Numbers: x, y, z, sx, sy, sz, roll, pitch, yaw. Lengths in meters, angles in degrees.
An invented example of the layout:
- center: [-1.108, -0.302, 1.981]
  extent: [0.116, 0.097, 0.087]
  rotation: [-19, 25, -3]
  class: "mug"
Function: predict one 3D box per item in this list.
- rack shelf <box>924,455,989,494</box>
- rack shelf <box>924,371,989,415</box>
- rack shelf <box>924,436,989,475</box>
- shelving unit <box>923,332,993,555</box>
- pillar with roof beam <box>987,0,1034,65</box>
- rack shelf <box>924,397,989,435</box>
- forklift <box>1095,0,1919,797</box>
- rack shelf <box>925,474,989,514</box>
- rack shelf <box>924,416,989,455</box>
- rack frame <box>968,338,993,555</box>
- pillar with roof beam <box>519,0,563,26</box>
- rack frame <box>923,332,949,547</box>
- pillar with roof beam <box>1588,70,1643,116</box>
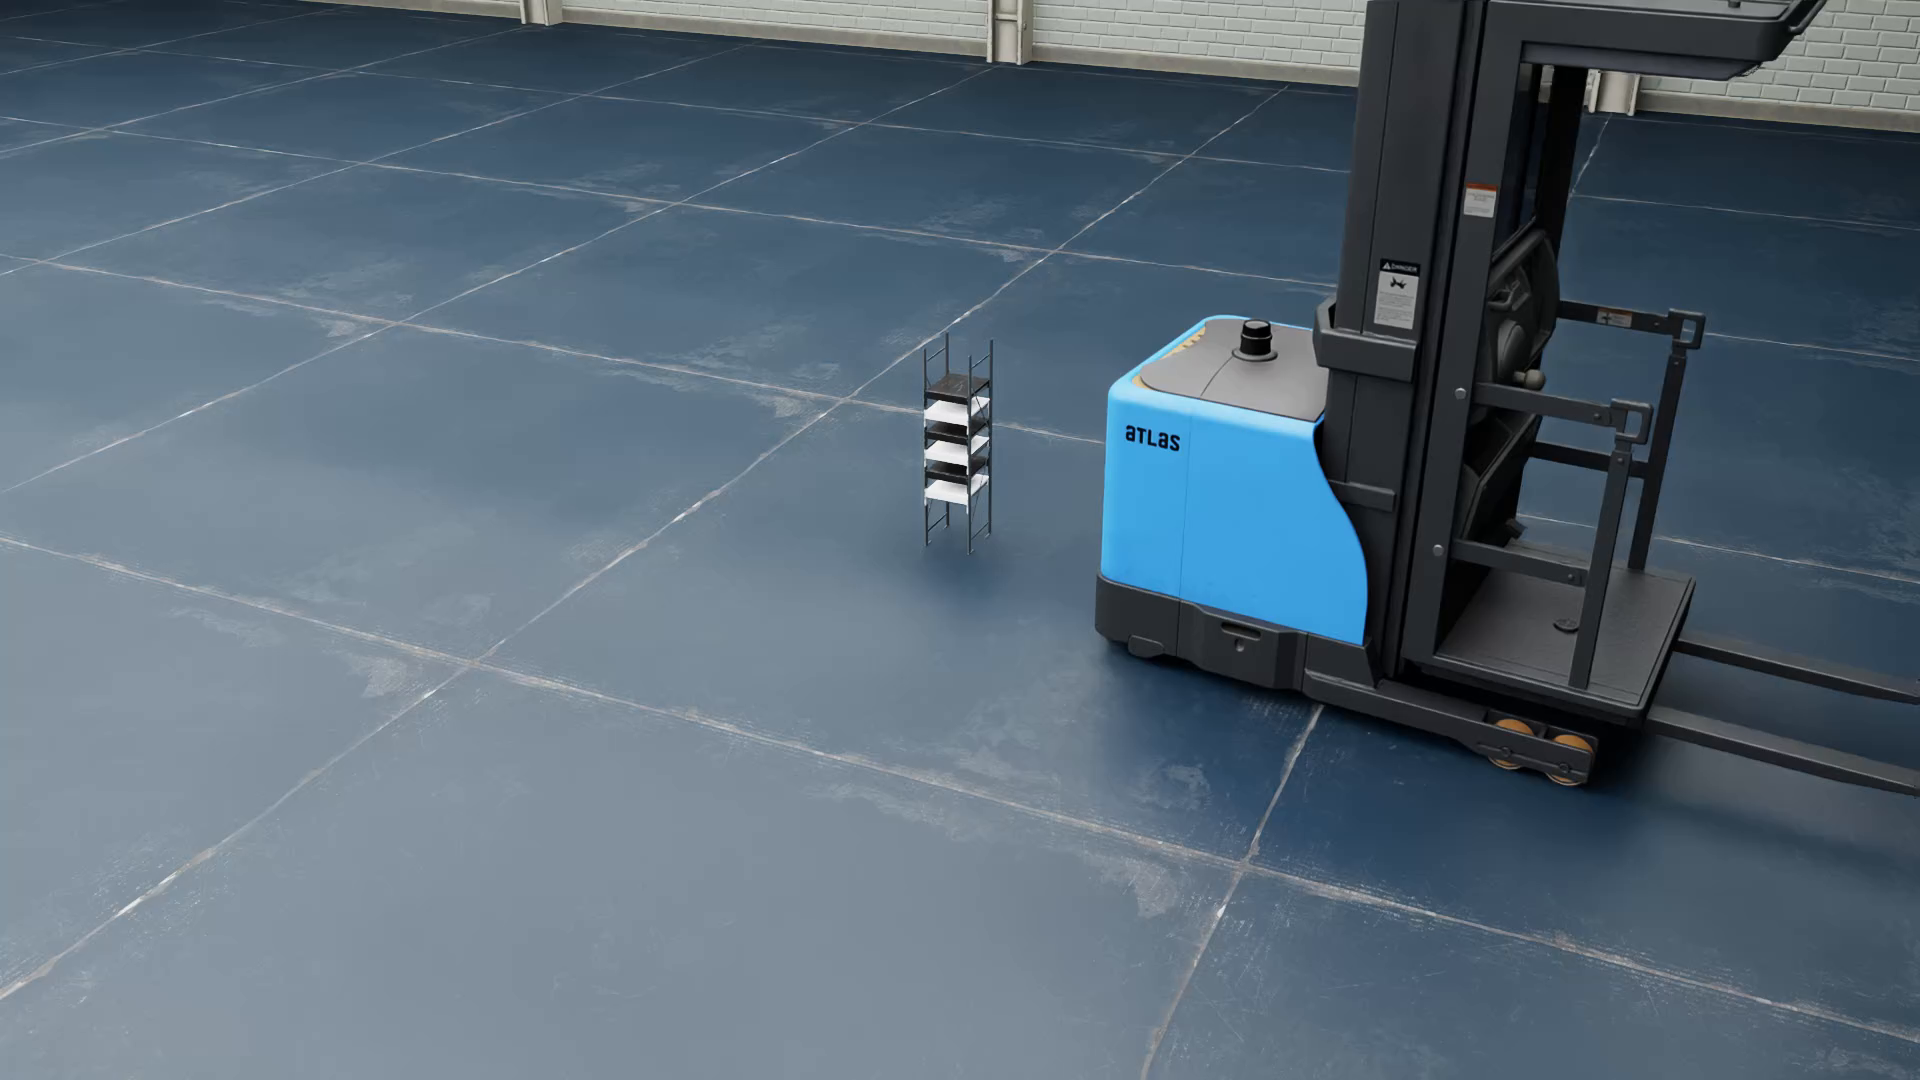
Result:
- center: [-0.007, -0.295, 7.109]
  extent: [0.200, 0.077, 0.258]
  rotation: [11, 28, 22]
  class: "rack shelf"
- center: [-0.007, -0.618, 6.950]
  extent: [0.200, 0.077, 0.258]
  rotation: [11, 28, 22]
  class: "rack shelf"
- center: [-0.007, -0.375, 7.069]
  extent: [0.200, 0.077, 0.258]
  rotation: [11, 28, 22]
  class: "rack shelf"
- center: [-0.007, -0.405, 7.054]
  extent: [0.210, 0.900, 0.258]
  rotation: [11, 28, 22]
  class: "shelving unit"
- center: [-1.260, -7.342, 11.974]
  extent: [0.400, 9.000, 9.100]
  rotation: [11, 28, 22]
  class: "pillar with roof beam"
- center: [-0.007, -0.537, 6.989]
  extent: [0.200, 0.077, 0.258]
  rotation: [11, 28, 22]
  class: "rack shelf"
- center: [2.051, -0.759, 5.474]
  extent: [3.031, 2.935, 1.130]
  rotation: [15, 30, 27]
  class: "forklift"
- center: [-0.007, -0.214, 7.148]
  extent: [0.200, 0.077, 0.258]
  rotation: [11, 28, 22]
  class: "rack shelf"
- center: [-0.007, -0.456, 7.029]
  extent: [0.200, 0.077, 0.258]
  rotation: [11, 28, 22]
  class: "rack shelf"
- center: [0.085, -0.387, 7.017]
  extent: [0.006, 0.900, 0.240]
  rotation: [11, 28, 22]
  class: "rack frame"
- center: [-6.722, -8.439, 14.203]
  extent: [0.400, 9.000, 9.100]
  rotation: [11, 28, 22]
  class: "pillar with roof beam"
- center: [-0.100, -0.424, 7.092]
  extent: [0.006, 0.900, 0.240]
  rotation: [11, 28, 22]
  class: "rack frame"
- center: [4.202, -6.245, 9.746]
  extent: [0.400, 9.000, 9.100]
  rotation: [11, 28, 22]
  class: "pillar with roof beam"
